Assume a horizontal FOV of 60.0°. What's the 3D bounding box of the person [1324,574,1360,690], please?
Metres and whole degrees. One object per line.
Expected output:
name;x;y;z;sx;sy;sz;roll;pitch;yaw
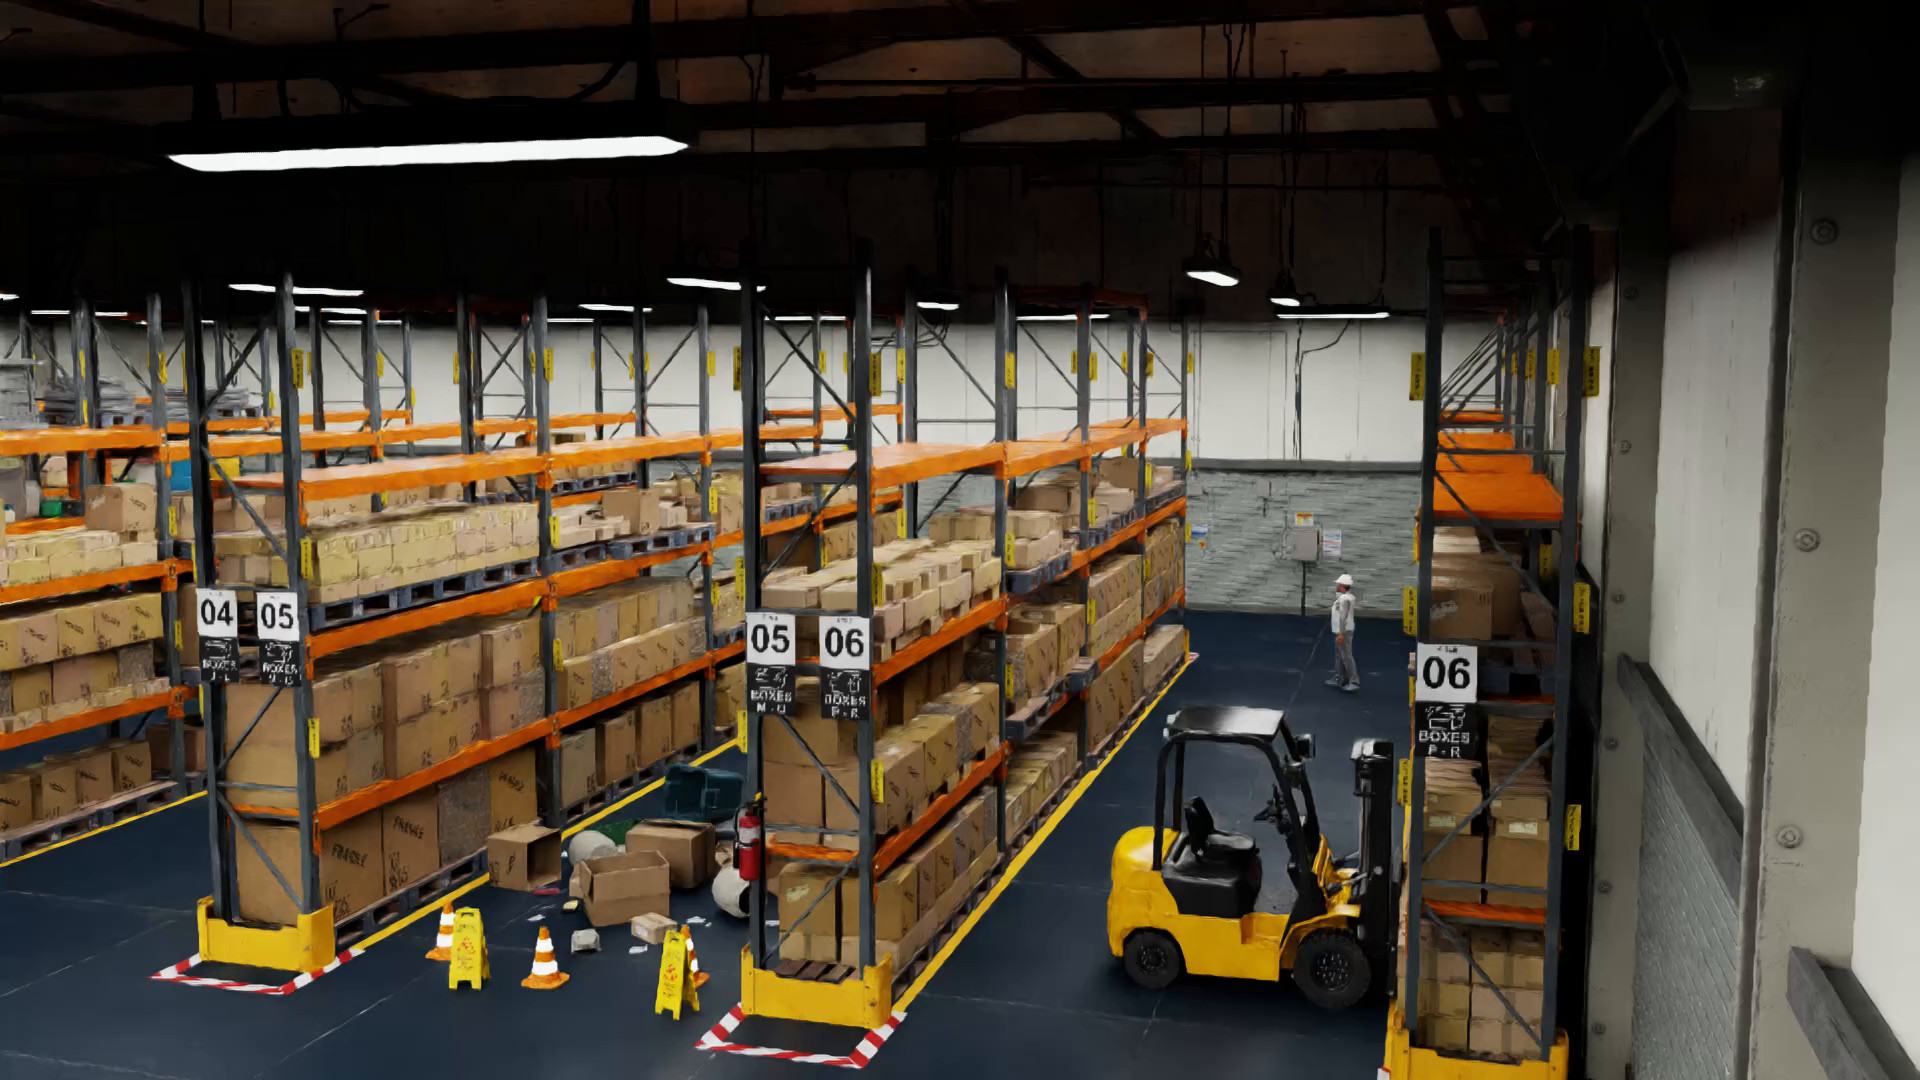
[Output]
person;5.931;1.406;25.765;0.576;1.773;0.701;2;7;19

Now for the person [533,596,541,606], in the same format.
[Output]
person;-5.883;1.664;23.472;0.457;1.763;0.609;-1;7;-11
